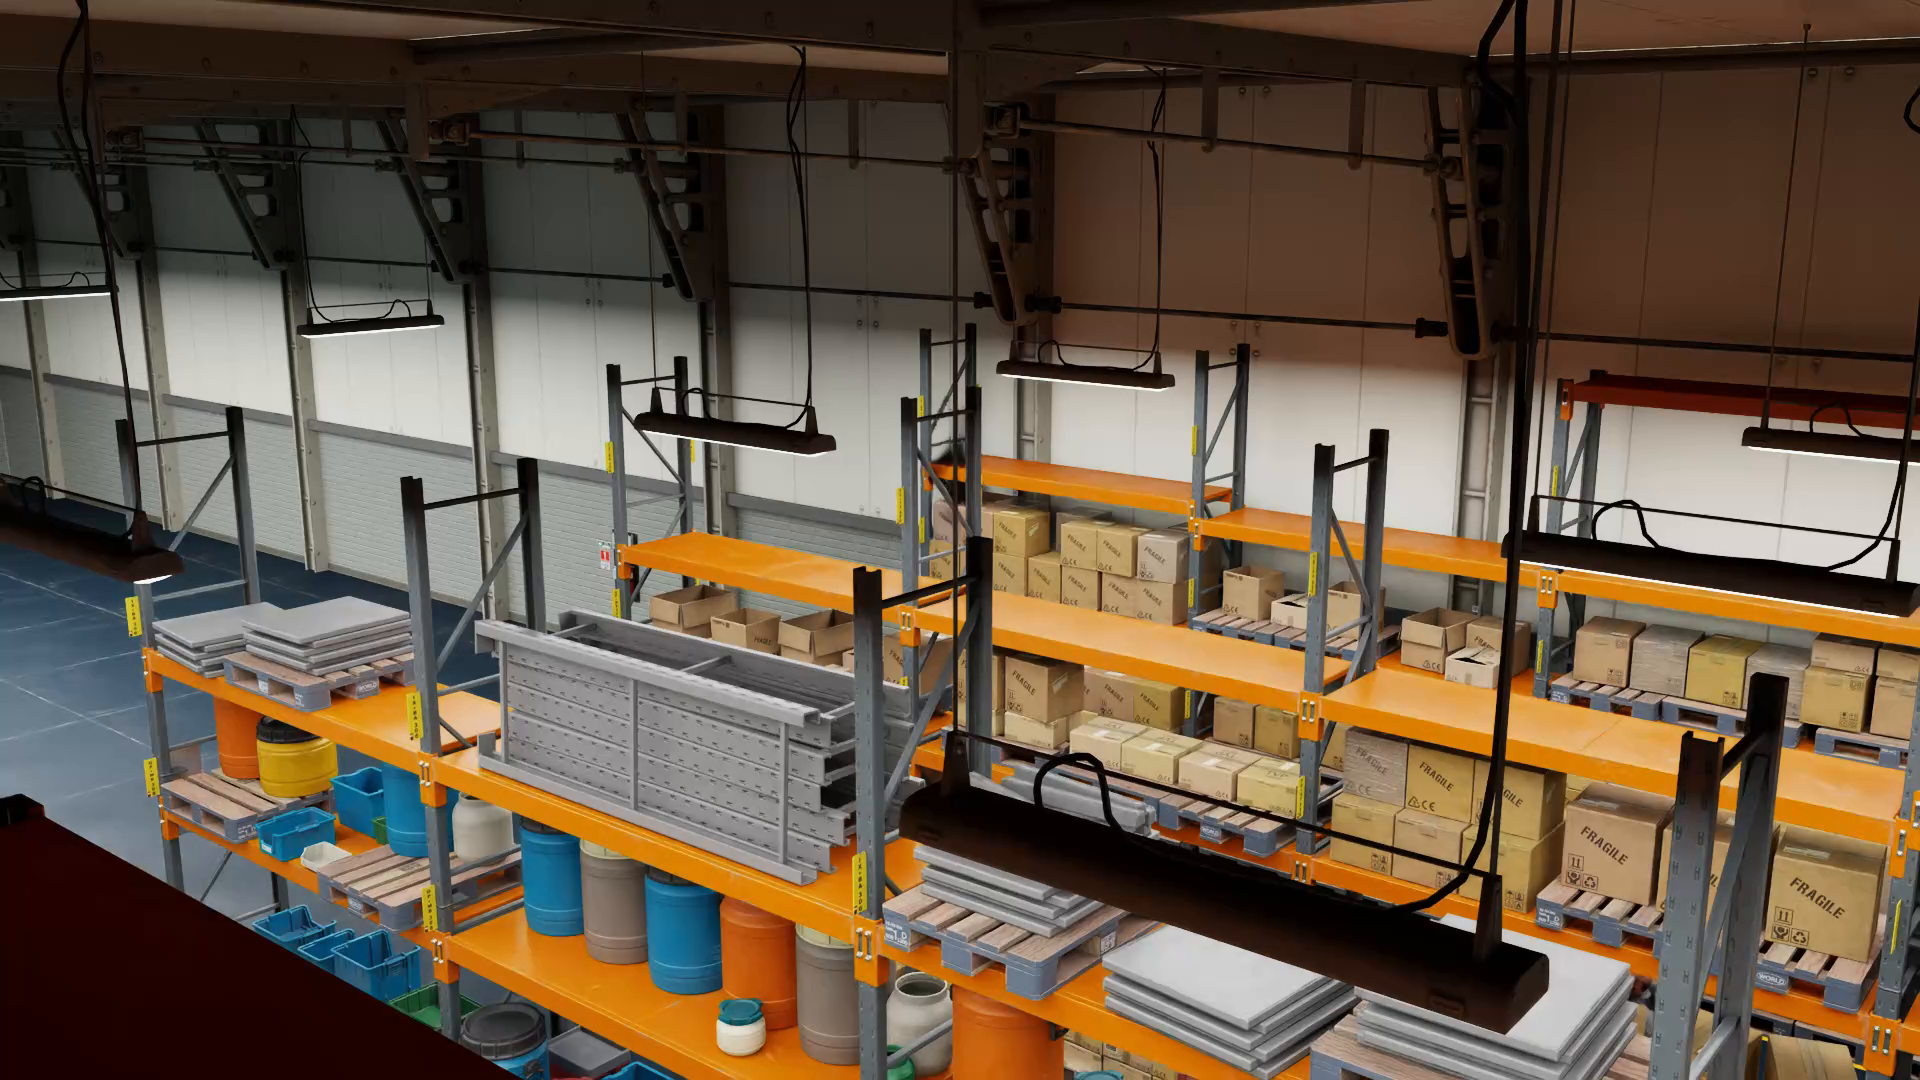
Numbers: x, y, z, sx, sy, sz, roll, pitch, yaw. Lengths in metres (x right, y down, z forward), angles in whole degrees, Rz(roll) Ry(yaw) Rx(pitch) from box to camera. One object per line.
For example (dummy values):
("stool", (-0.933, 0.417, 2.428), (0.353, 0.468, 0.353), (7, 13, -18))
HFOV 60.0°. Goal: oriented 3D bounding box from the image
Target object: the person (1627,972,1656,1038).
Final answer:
("person", (5.595, 4.275, 13.579), (0.622, 1.680, 0.671), (6, 14, 26))
